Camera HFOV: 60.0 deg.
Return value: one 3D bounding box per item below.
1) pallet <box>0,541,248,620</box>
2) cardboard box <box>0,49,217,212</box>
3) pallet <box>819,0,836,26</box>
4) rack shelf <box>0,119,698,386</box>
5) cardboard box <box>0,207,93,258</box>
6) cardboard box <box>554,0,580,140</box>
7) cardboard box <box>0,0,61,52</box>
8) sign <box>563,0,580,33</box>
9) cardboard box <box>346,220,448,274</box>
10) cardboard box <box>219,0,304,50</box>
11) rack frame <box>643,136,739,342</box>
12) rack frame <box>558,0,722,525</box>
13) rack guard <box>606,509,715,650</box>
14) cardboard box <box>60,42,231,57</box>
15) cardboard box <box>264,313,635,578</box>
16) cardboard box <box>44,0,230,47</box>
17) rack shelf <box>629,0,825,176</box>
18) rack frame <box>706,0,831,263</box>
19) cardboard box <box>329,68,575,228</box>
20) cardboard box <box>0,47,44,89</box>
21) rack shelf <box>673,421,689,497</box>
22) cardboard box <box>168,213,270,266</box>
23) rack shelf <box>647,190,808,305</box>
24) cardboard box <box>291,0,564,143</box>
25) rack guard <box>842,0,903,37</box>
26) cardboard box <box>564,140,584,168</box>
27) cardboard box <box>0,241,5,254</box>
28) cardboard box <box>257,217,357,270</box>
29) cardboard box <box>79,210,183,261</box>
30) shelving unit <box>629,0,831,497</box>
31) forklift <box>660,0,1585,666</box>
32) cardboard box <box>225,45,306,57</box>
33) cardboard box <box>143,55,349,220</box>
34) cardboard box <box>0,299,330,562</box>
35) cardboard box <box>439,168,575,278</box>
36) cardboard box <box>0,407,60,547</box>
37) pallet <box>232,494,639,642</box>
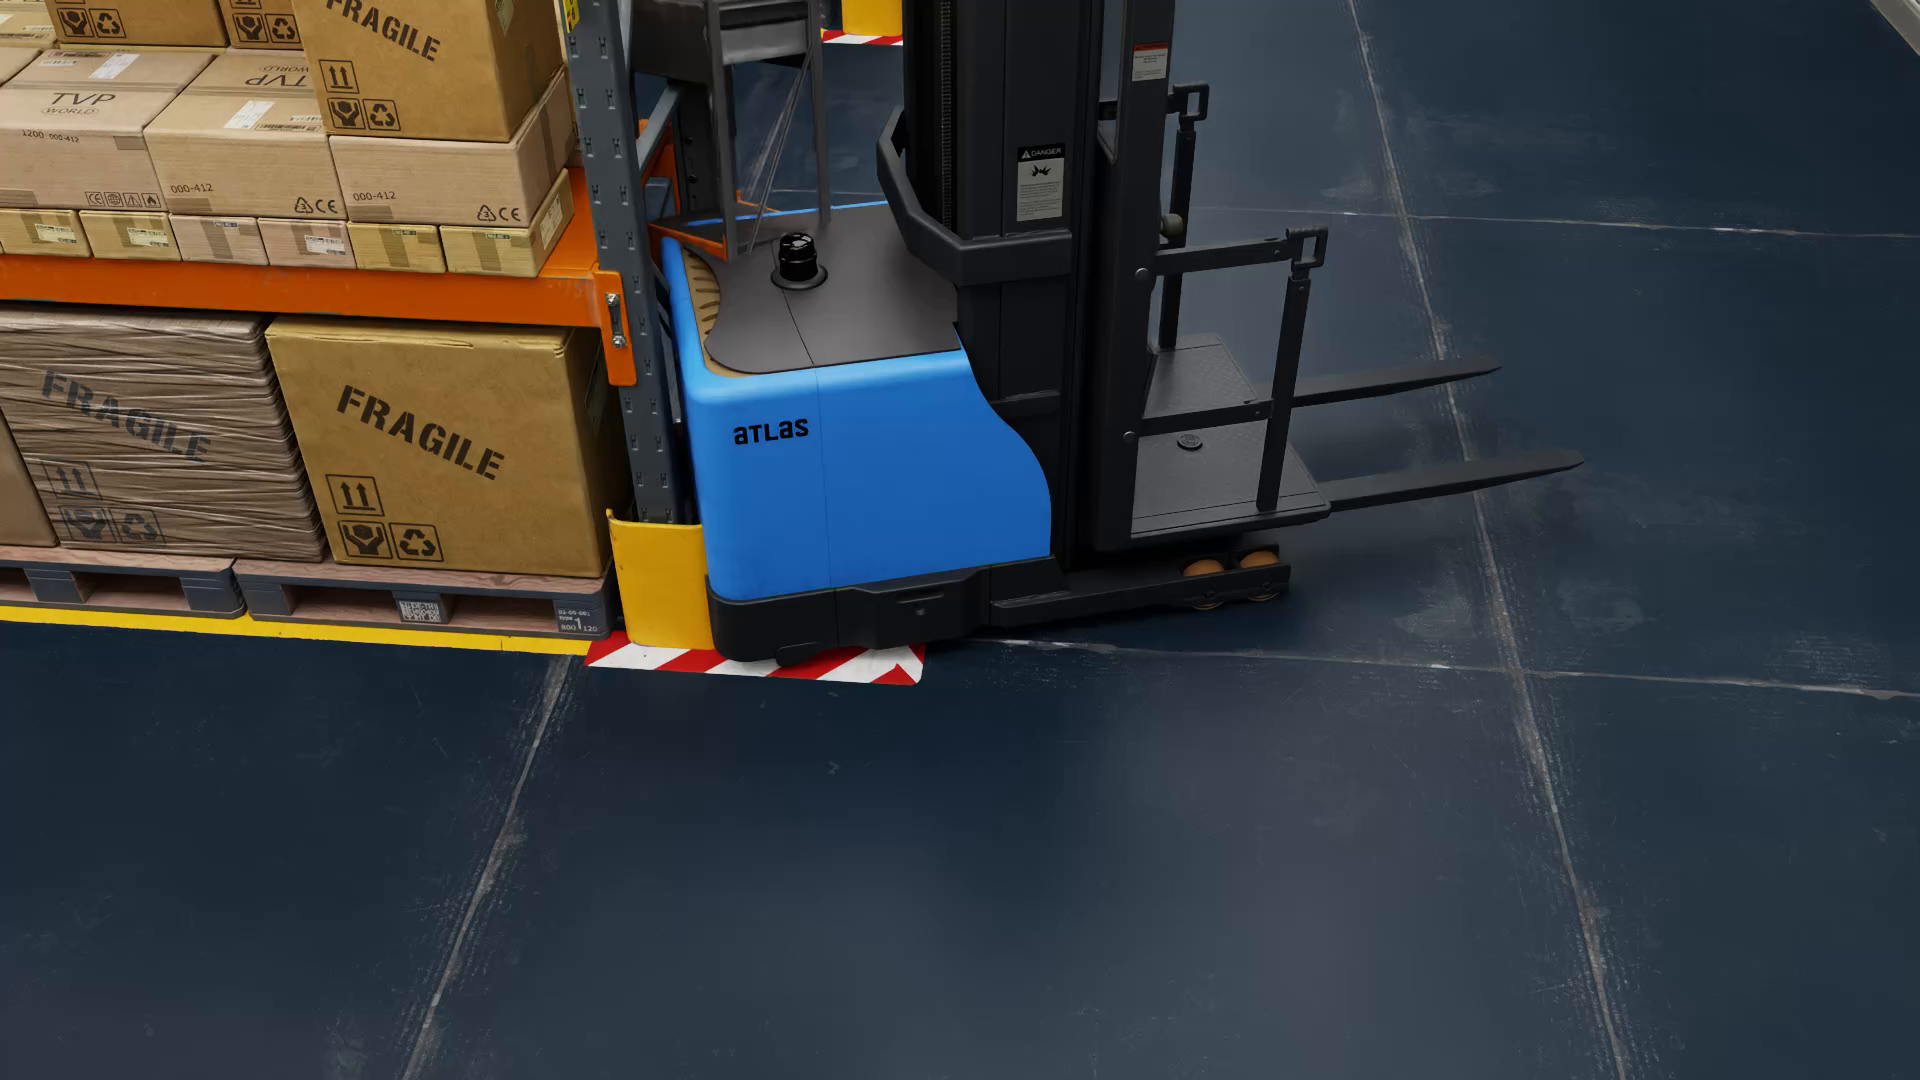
[{"bbox_3d":[-2.900,-0.167,5.788,1.213,0.211,1.003,3,39,4],"label":"pallet"},{"bbox_3d":[-2.403,-1.159,4.680,0.500,0.250,0.500,2,39,2],"label":"cardboard box"},{"bbox_3d":[-1.276,-3.289,9.624,1.213,0.211,1.003,3,39,4],"label":"pallet"},{"bbox_3d":[-2.877,-1.016,5.192,4.000,0.370,1.077,3,39,4],"label":"rack shelf"},{"bbox_3d":[-2.544,-0.970,4.764,0.250,0.149,0.380,3,39,4],"label":"cardboard box"},{"bbox_3d":[-1.340,-1.440,5.026,0.500,0.250,0.500,2,39,3],"label":"cardboard box"},{"bbox_3d":[-2.879,-1.518,5.123,0.500,0.250,0.500,2,39,3],"label":"cardboard box"},{"bbox_3d":[-0.945,-1.387,3.973,0.005,0.325,0.100,3,39,4],"label":"sign"},{"bbox_3d":[-1.527,-0.914,4.696,0.250,0.149,0.380,4,39,4],"label":"cardboard box"},{"bbox_3d":[-1.838,-1.758,4.822,0.500,0.500,0.500,2,39,3],"label":"cardboard box"},{"bbox_3d":[-0.887,-0.891,5.552,0.400,2.100,0.015,-22,32,-38],"label":"rack frame"},{"bbox_3d":[-0.885,-1.186,4.831,0.127,3.000,1.000,3,39,4],"label":"rack frame"},{"bbox_3d":[-0.861,-0.216,5.619,0.348,0.500,1.175,3,39,4],"label":"rack guard"},{"bbox_3d":[-2.358,-1.493,5.092,0.500,0.250,0.500,2,39,2],"label":"cardboard box"},{"bbox_3d":[-1.529,-0.510,5.351,0.875,0.875,0.875,3,39,4],"label":"cardboard box"},{"bbox_3d":[-2.354,-1.782,4.852,0.500,0.500,0.500,2,39,3],"label":"cardboard box"},{"bbox_3d":[-0.734,-1.445,5.104,0.431,0.518,0.480,-22,32,-38],"label":"rack shelf"},{"bbox_3d":[-0.553,-0.750,5.225,0.400,2.100,0.015,-22,32,-38],"label":"rack frame"},{"bbox_3d":[-1.390,-1.103,4.612,0.500,0.250,0.500,3,39,3],"label":"cardboard box"},{"bbox_3d":[-2.922,-1.184,4.712,0.500,0.250,0.500,3,39,4],"label":"cardboard box"},{"bbox_3d":[-0.704,-0.171,5.685,0.431,0.518,0.480,-22,32,-38],"label":"rack shelf"},{"bbox_3d":[-2.027,-0.943,4.731,0.250,0.149,0.380,4,39,5],"label":"cardboard box"},{"bbox_3d":[-0.719,-0.808,5.394,0.431,0.518,0.480,-22,32,-38],"label":"rack shelf"},{"bbox_3d":[-1.393,-1.396,4.378,0.500,0.500,0.500,4,39,4],"label":"cardboard box"},{"bbox_3d":[-0.432,-3.339,9.456,0.348,0.500,1.175,3,39,4],"label":"rack guard"},{"bbox_3d":[-1.210,-1.316,5.189,0.250,0.149,0.380,4,39,4],"label":"cardboard box"},{"bbox_3d":[-2.791,-0.985,4.783,0.250,0.149,0.380,4,39,5],"label":"cardboard box"},{"bbox_3d":[-1.778,-0.929,4.714,0.250,0.149,0.380,3,39,4],"label":"cardboard box"},{"bbox_3d":[-2.286,-0.956,4.747,0.250,0.149,0.380,2,39,3],"label":"cardboard box"},{"bbox_3d":[-0.720,-0.820,5.389,0.431,2.100,0.503,-22,32,-38],"label":"shelving unit"},{"bbox_3d":[0.607,-1.225,4.934,3.031,2.935,1.130,-8,40,-10],"label":"forklift"},{"bbox_3d":[-1.858,-1.464,5.055,0.500,0.250,0.500,3,39,3],"label":"cardboard box"},{"bbox_3d":[-1.896,-1.131,4.647,0.500,0.250,0.500,2,39,3],"label":"cardboard box"},{"bbox_3d":[-2.436,-0.559,5.411,0.875,0.875,0.875,3,39,4],"label":"cardboard box"},{"bbox_3d":[-1.268,-0.901,4.680,0.250,0.149,0.380,4,39,5],"label":"cardboard box"},{"bbox_3d":[-3.323,-0.608,5.471,0.875,0.875,0.875,3,39,4],"label":"cardboard box"},{"bbox_3d":[-1.688,-0.099,5.705,1.213,0.211,1.003,3,39,4],"label":"pallet"}]
